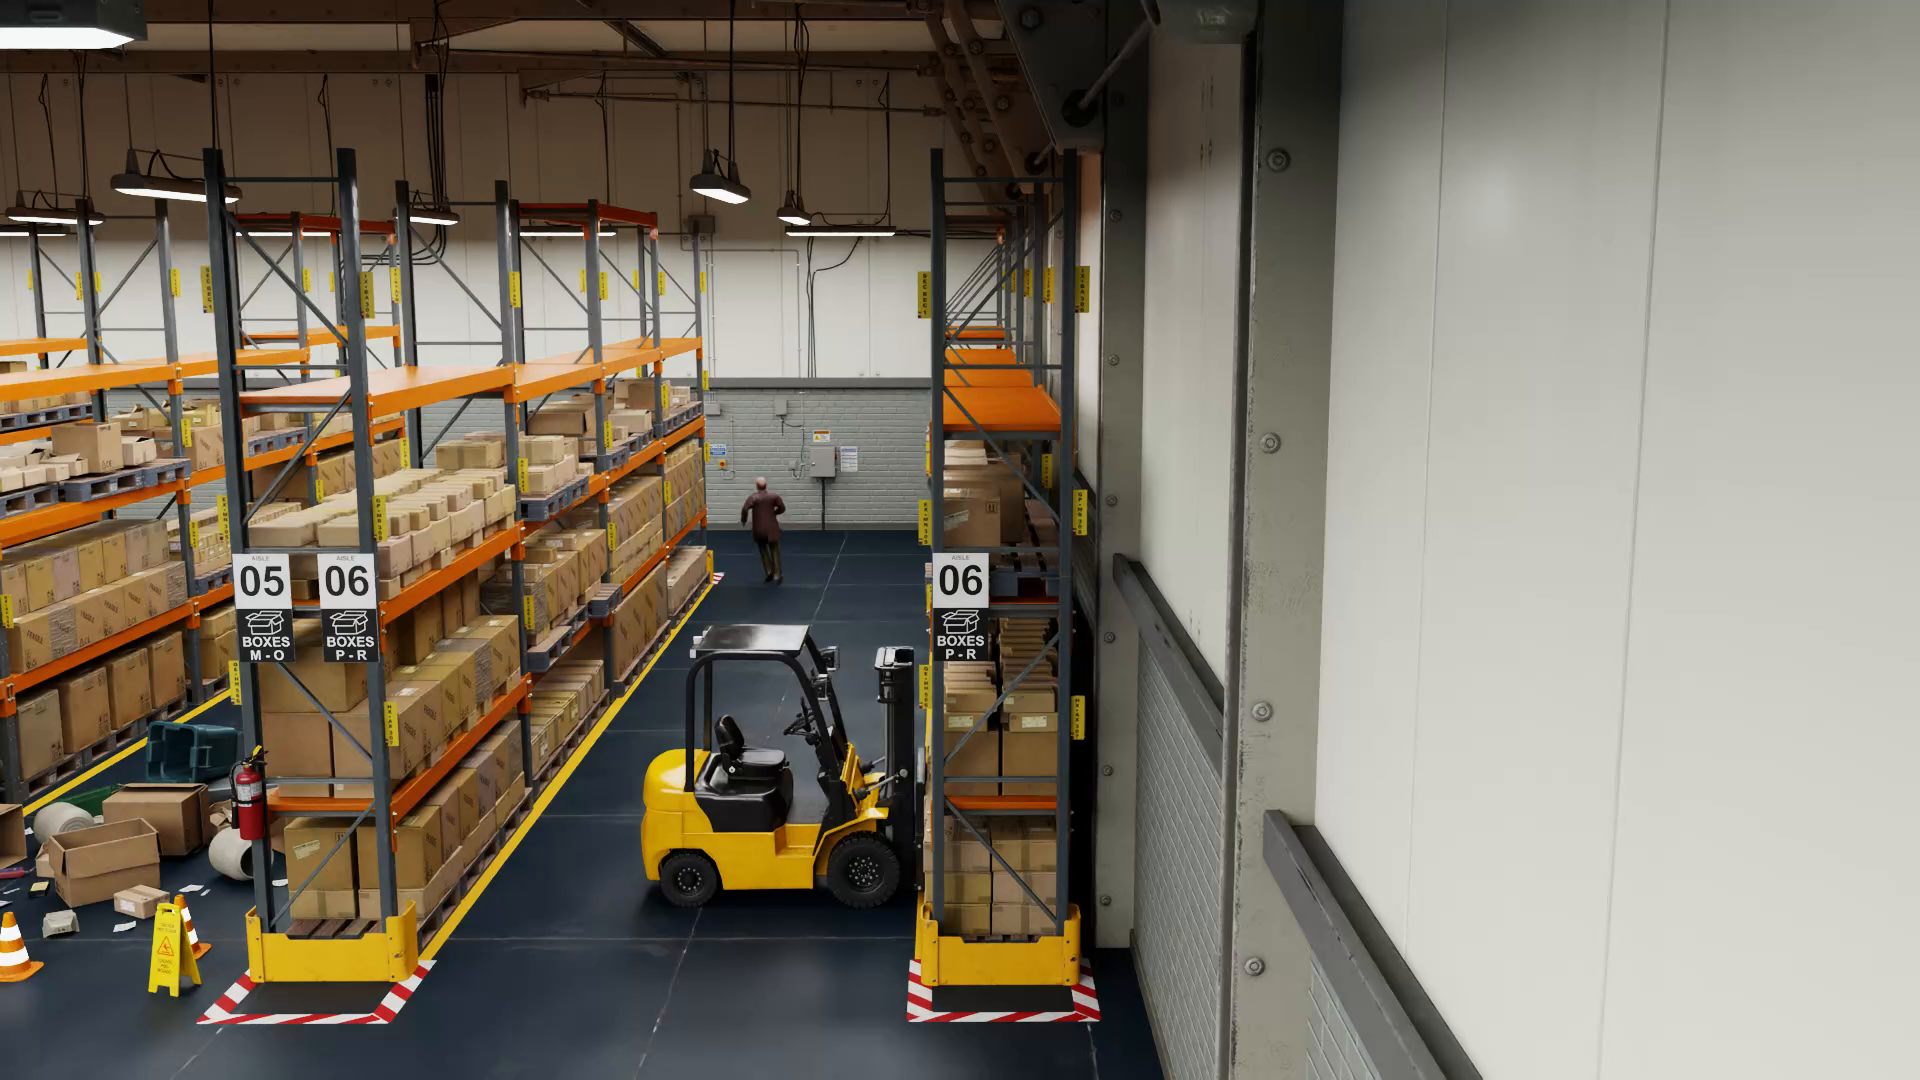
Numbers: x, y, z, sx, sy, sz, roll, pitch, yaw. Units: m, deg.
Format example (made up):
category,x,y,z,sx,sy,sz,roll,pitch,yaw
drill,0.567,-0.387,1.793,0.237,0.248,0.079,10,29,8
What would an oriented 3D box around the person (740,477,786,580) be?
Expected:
category,x,y,z,sx,sy,sz,roll,pitch,yaw
person,-3.307,-0.159,27.939,0.769,1.817,0.738,-2,9,-13
